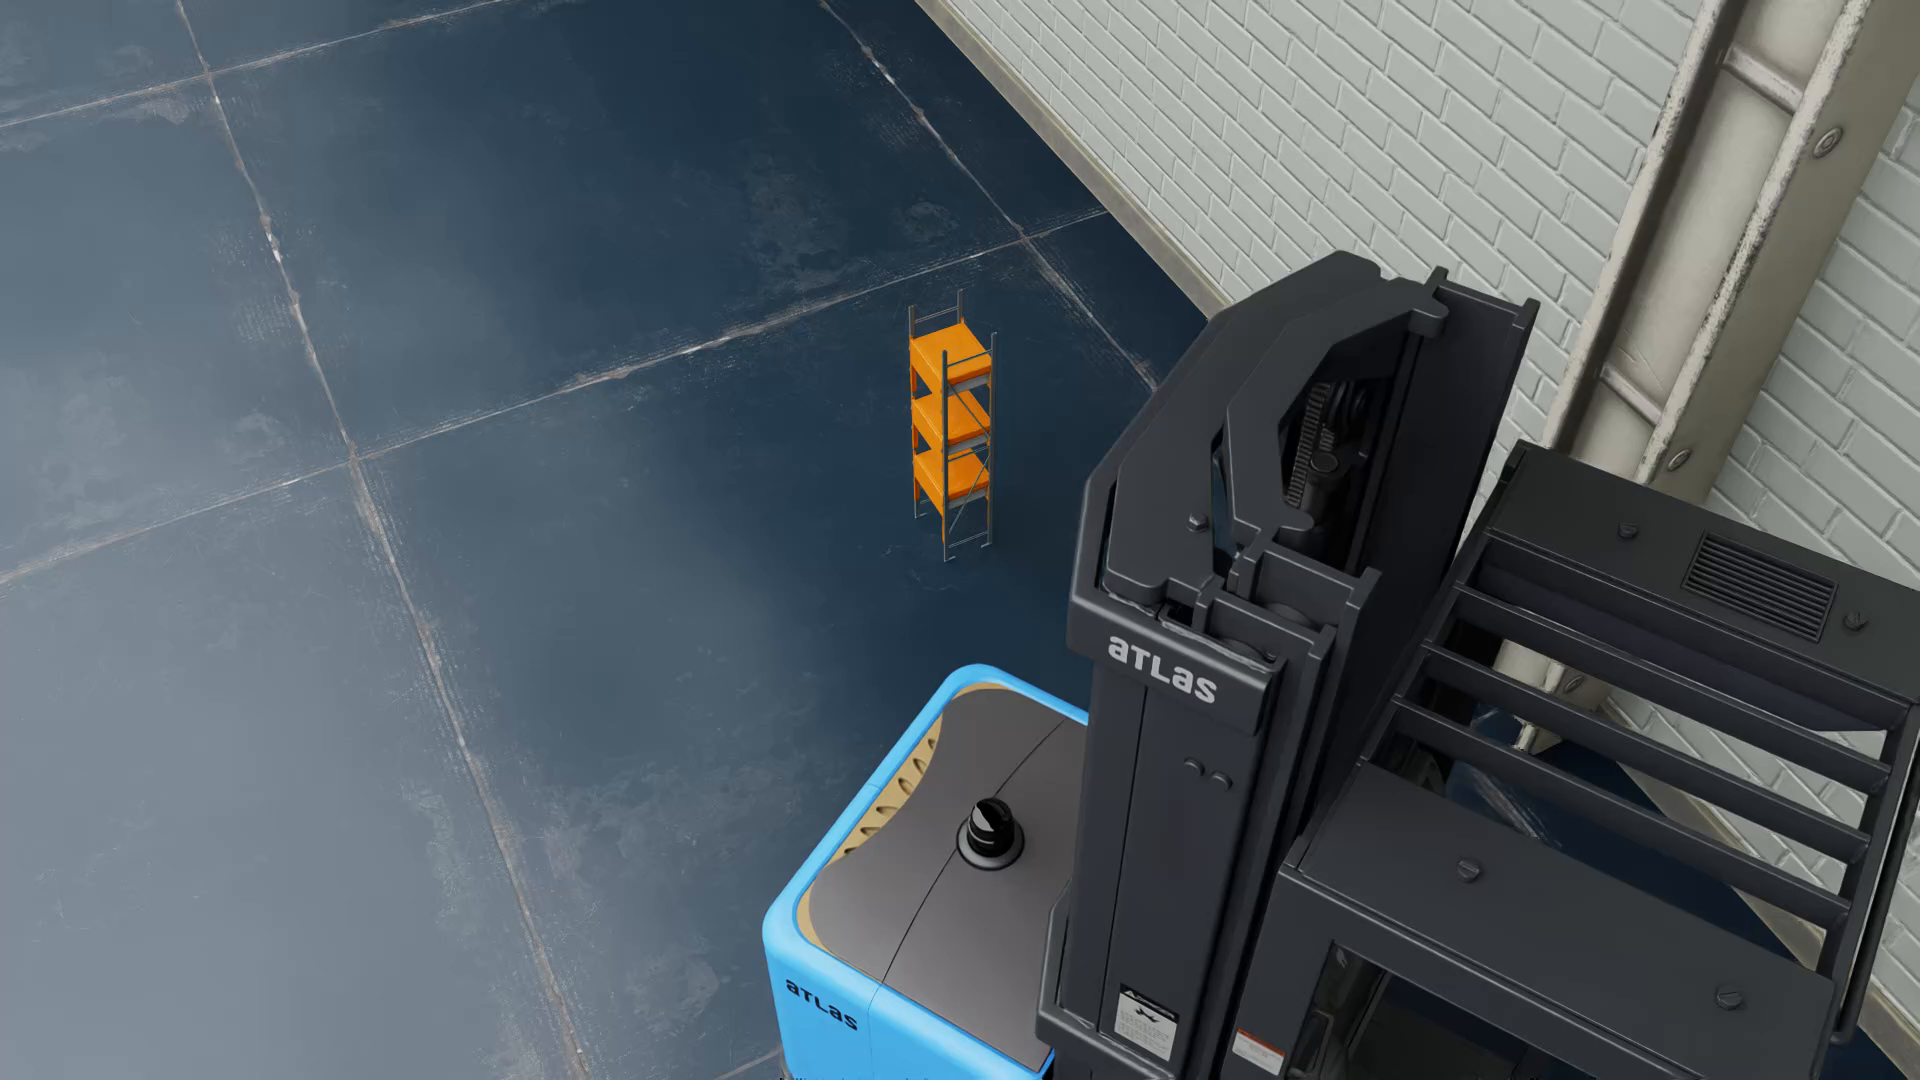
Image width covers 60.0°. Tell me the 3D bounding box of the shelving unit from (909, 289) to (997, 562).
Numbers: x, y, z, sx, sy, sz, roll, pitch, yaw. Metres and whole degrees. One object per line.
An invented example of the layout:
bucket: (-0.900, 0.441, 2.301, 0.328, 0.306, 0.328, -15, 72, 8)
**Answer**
shelving unit: (-0.025, -0.381, 5.886, 0.215, 1.050, 0.252, -21, 52, -18)

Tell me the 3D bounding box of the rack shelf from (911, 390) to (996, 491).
rack shelf: (-0.025, -0.374, 5.894, 0.215, 0.259, 0.240, -21, 52, -18)

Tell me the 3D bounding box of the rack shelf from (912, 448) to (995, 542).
rack shelf: (-0.025, -0.191, 6.103, 0.215, 0.259, 0.240, -21, 52, -18)

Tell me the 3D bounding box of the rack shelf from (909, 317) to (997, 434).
rack shelf: (-0.025, -0.561, 5.680, 0.215, 0.259, 0.240, -21, 52, -18)

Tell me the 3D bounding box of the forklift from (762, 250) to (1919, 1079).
forklift: (1.026, 0.951, 3.471, 3.031, 2.935, 1.130, 25, 53, 20)

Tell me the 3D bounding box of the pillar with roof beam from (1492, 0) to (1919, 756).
pillar with roof beam: (-1.883, -0.925, 1.081, 9.100, 9.000, 0.400, -21, 52, -18)

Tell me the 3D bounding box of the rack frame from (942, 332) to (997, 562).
rack frame: (0.031, -0.300, 5.815, 0.200, 1.050, 0.008, -21, 52, -18)

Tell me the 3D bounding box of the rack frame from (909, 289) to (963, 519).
rack frame: (-0.080, -0.463, 5.958, 0.200, 1.050, 0.008, -21, 52, -18)
